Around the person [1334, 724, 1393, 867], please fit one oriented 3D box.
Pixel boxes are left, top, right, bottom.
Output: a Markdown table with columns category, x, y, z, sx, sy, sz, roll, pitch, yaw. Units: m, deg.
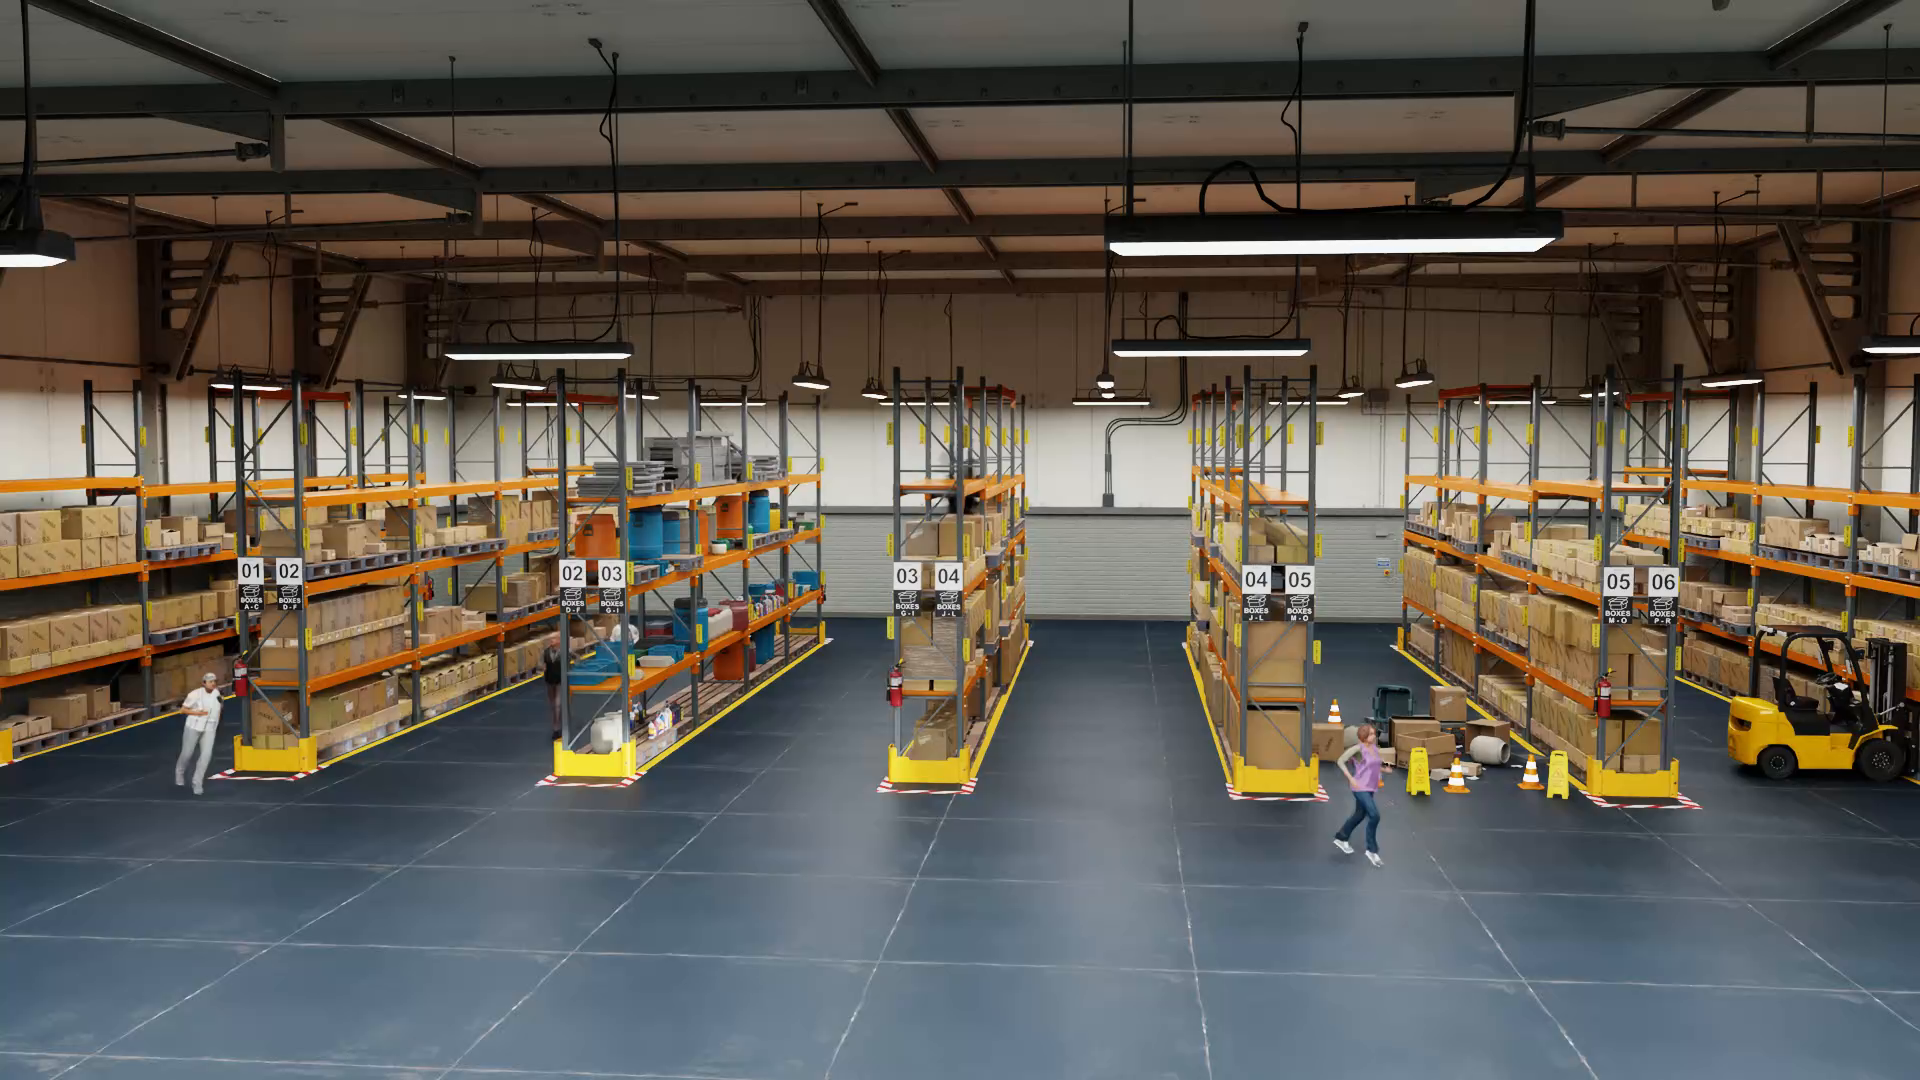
| category | x | y | z | sx | sy | sz | roll | pitch | yaw |
| --- | --- | --- | --- | --- | --- | --- | --- | --- | --- |
| person | 4.747 | 2.984 | 19.606 | 0.739 | 1.647 | 0.523 | 3 | 5 | 42 |

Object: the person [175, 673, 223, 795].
| category | x | y | z | sx | sy | sz | roll | pitch | yaw |
| --- | --- | --- | --- | --- | --- | --- | --- | --- | --- |
| person | -10.770 | 2.718 | 23.663 | 0.644 | 1.662 | 0.876 | -3 | 5 | -39 |

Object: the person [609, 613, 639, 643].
| category | x | y | z | sx | sy | sz | roll | pitch | yaw |
| --- | --- | --- | --- | --- | --- | --- | --- | --- | --- |
| person | -6.515 | 2.175 | 32.217 | 0.612 | 1.648 | 0.571 | 0 | 4 | 5 |

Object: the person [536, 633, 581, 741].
| category | x | y | z | sx | sy | sz | roll | pitch | yaw |
| --- | --- | --- | --- | --- | --- | --- | --- | --- | --- |
| person | -6.700 | 2.421 | 27.768 | 0.663 | 1.765 | 0.908 | 0 | 4 | 7 |
